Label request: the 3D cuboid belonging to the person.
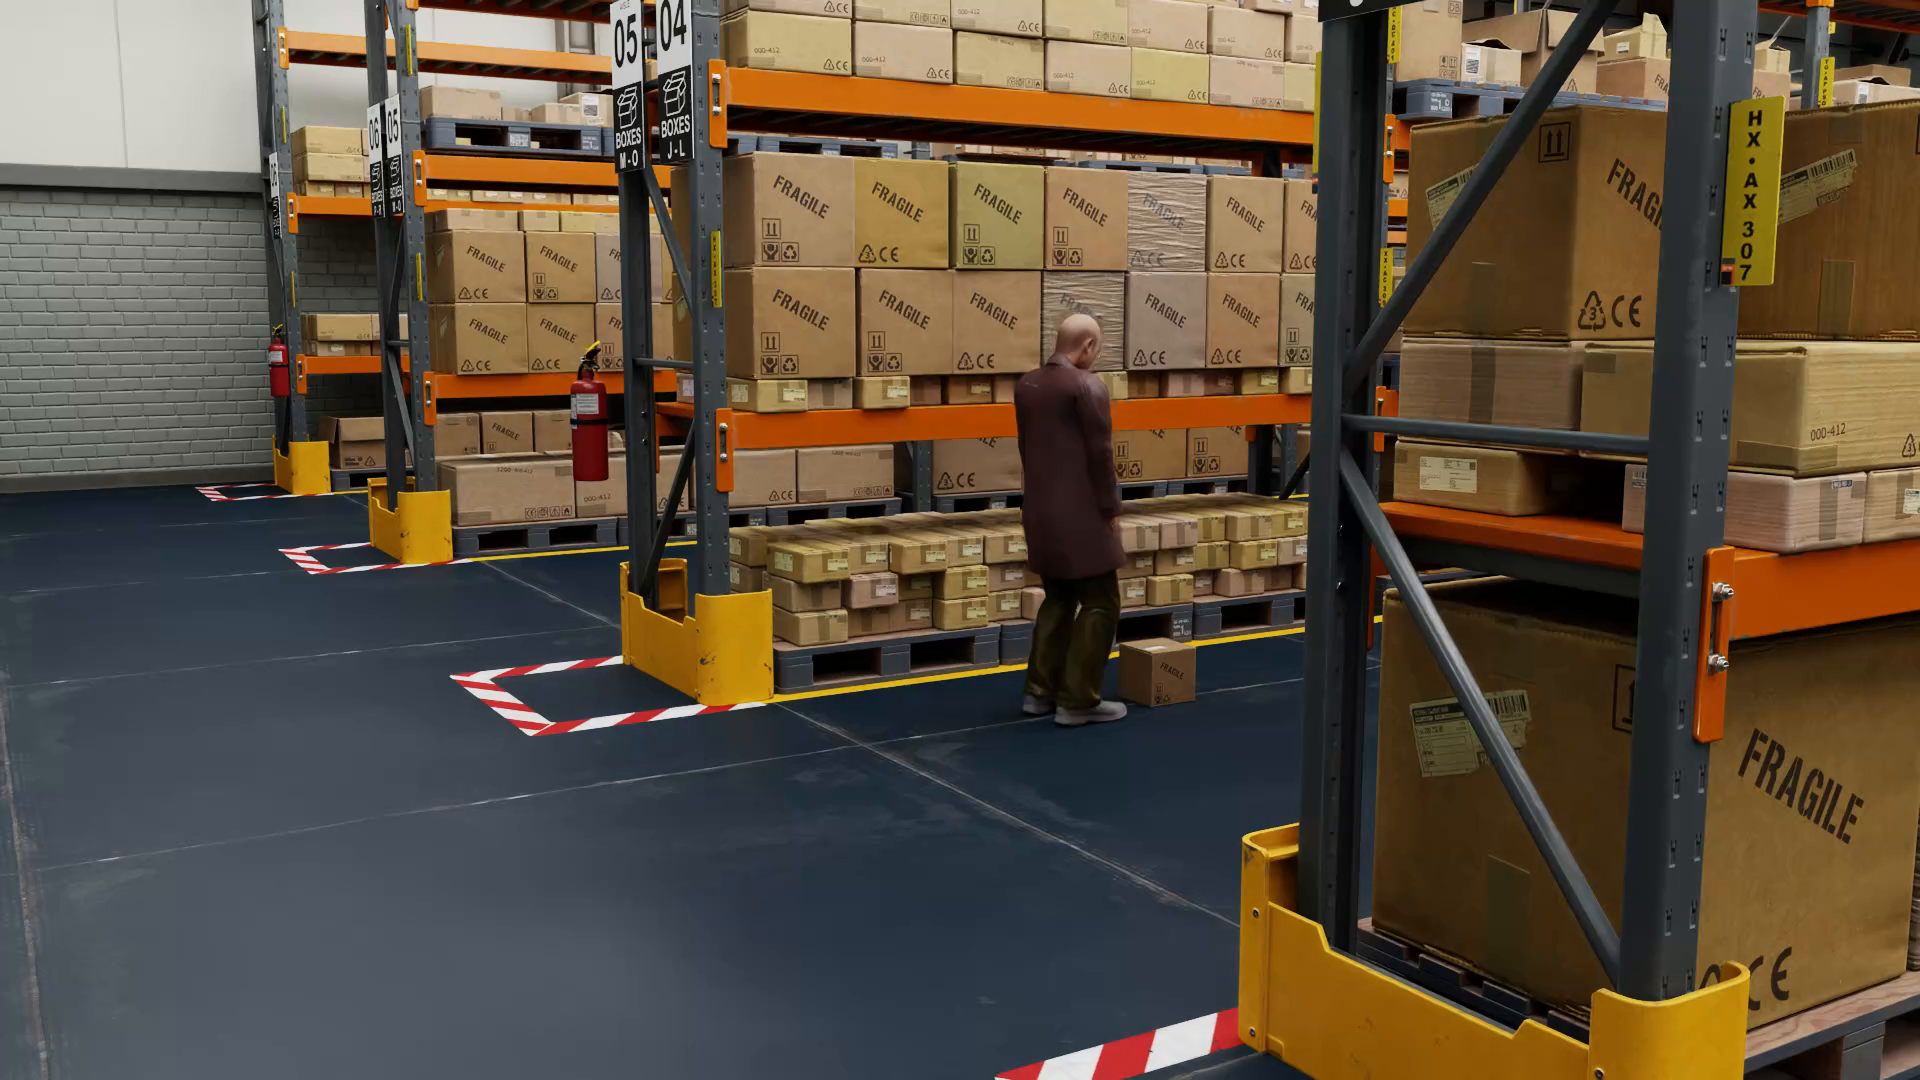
[{"bbox_3d":[0.473,-0.092,7.188,0.394,1.746,0.579,-6,10,-35],"label":"person"}]
